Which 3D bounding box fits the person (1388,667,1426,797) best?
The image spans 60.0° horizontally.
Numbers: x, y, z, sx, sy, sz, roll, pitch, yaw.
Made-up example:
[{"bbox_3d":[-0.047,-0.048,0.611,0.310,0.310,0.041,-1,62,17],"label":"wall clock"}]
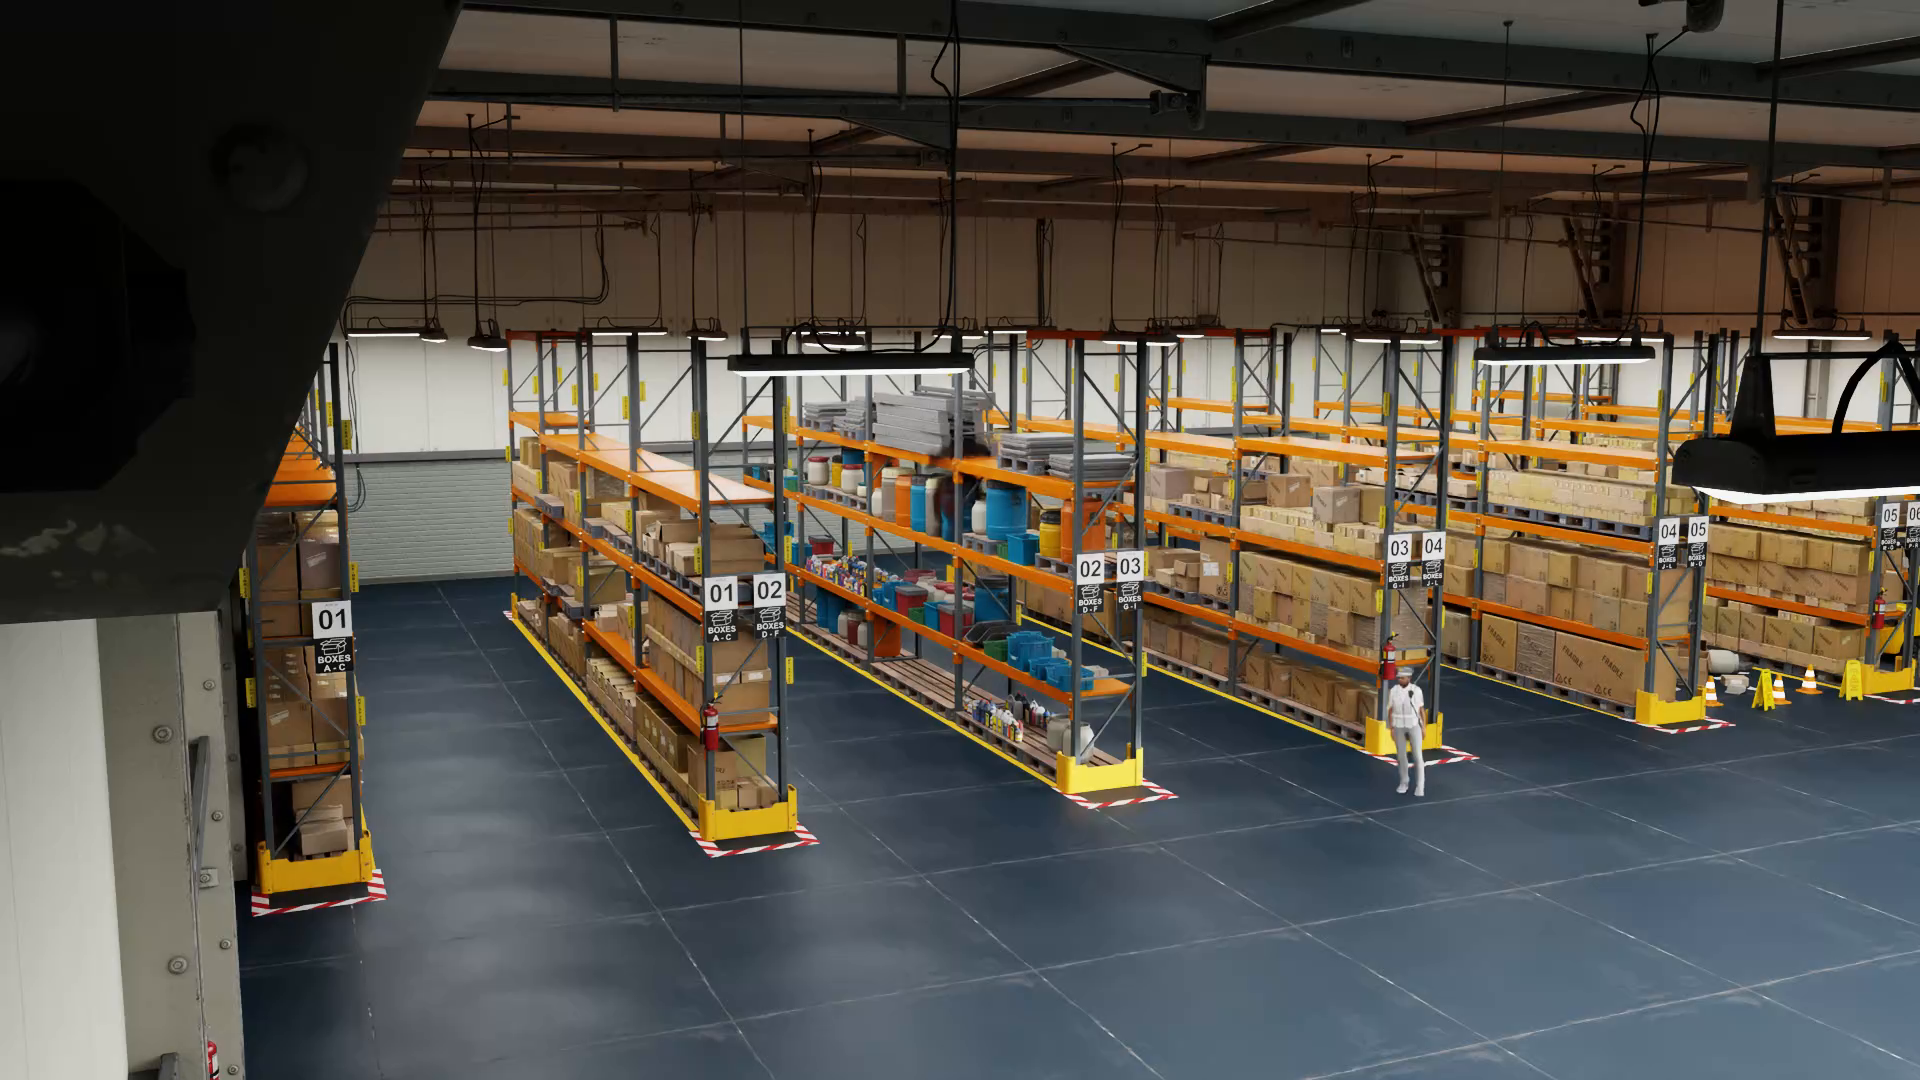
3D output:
[{"bbox_3d":[5.931,2.526,22.064,0.533,1.726,0.366,4,9,28],"label":"person"}]
